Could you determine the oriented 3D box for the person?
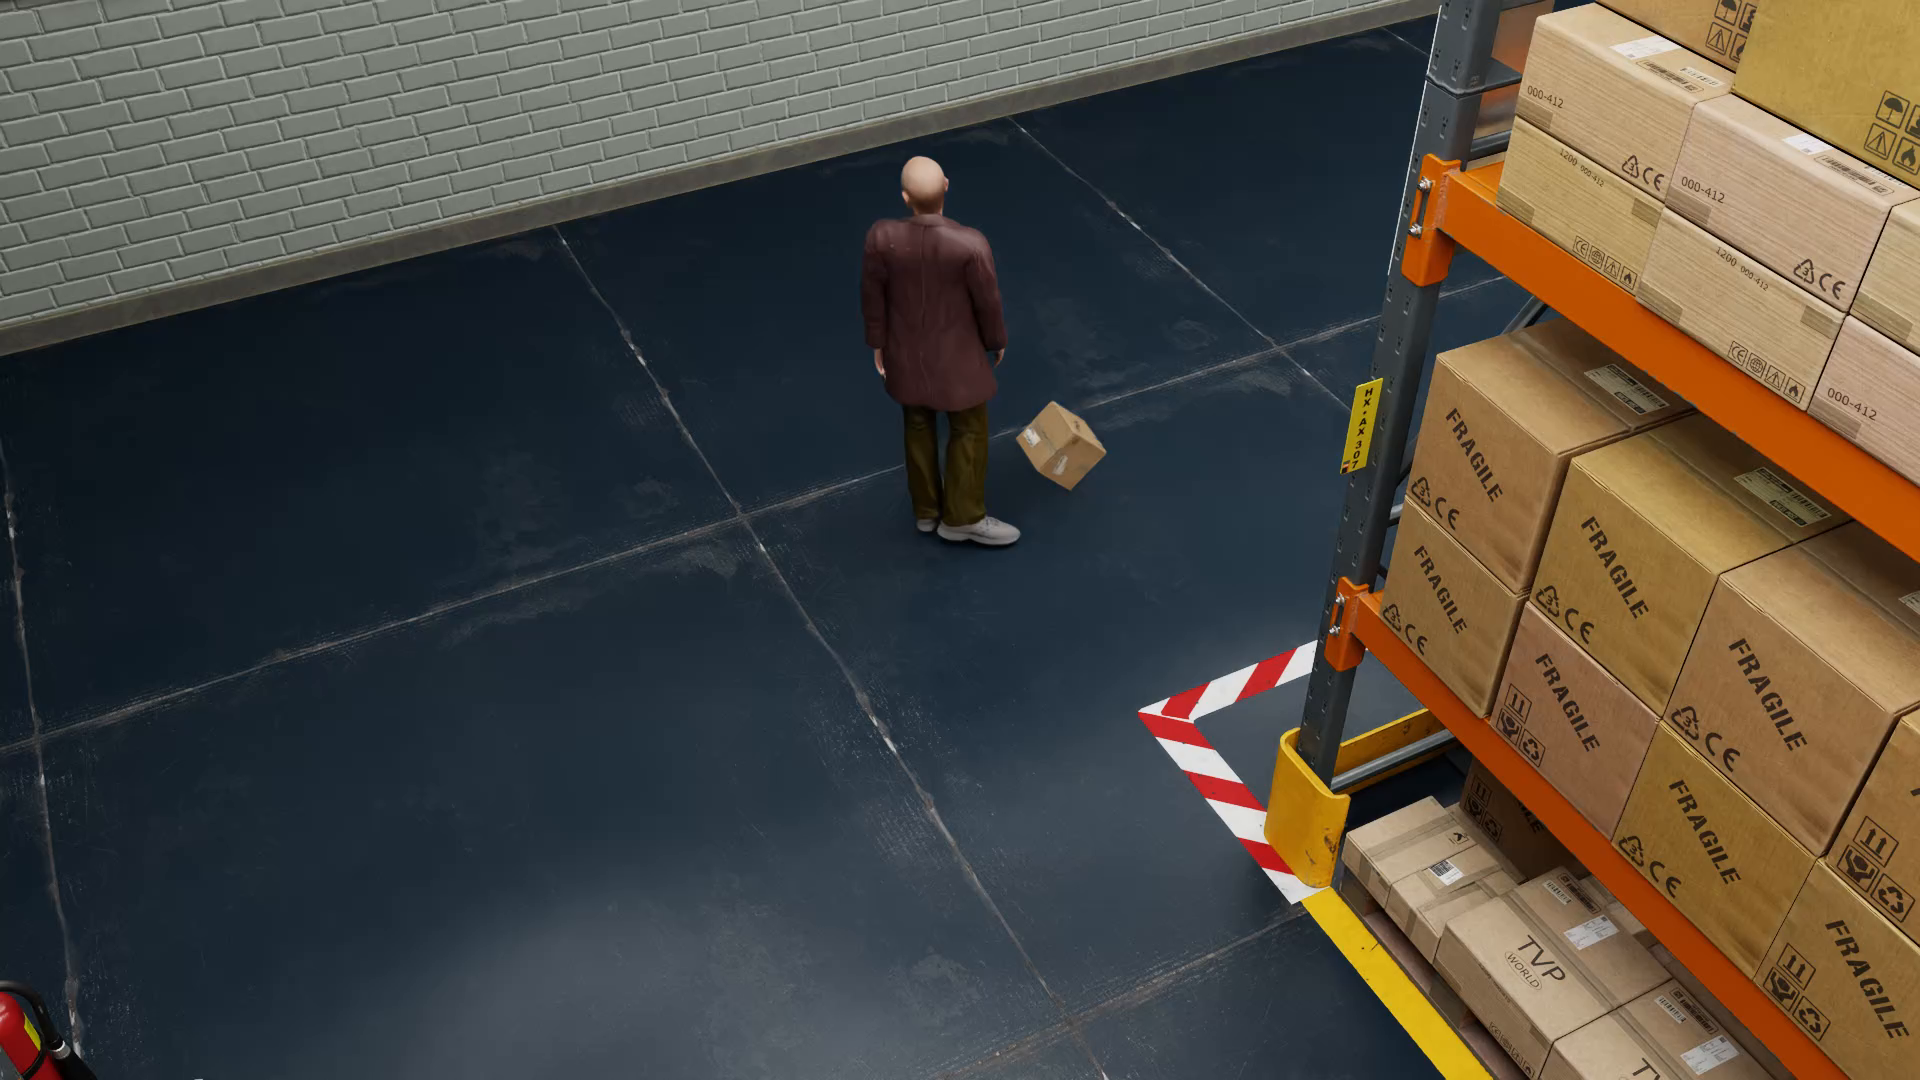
[{"bbox_3d":[-0.056,-0.790,7.062,0.730,1.776,0.459,11,42,12],"label":"person"}]
